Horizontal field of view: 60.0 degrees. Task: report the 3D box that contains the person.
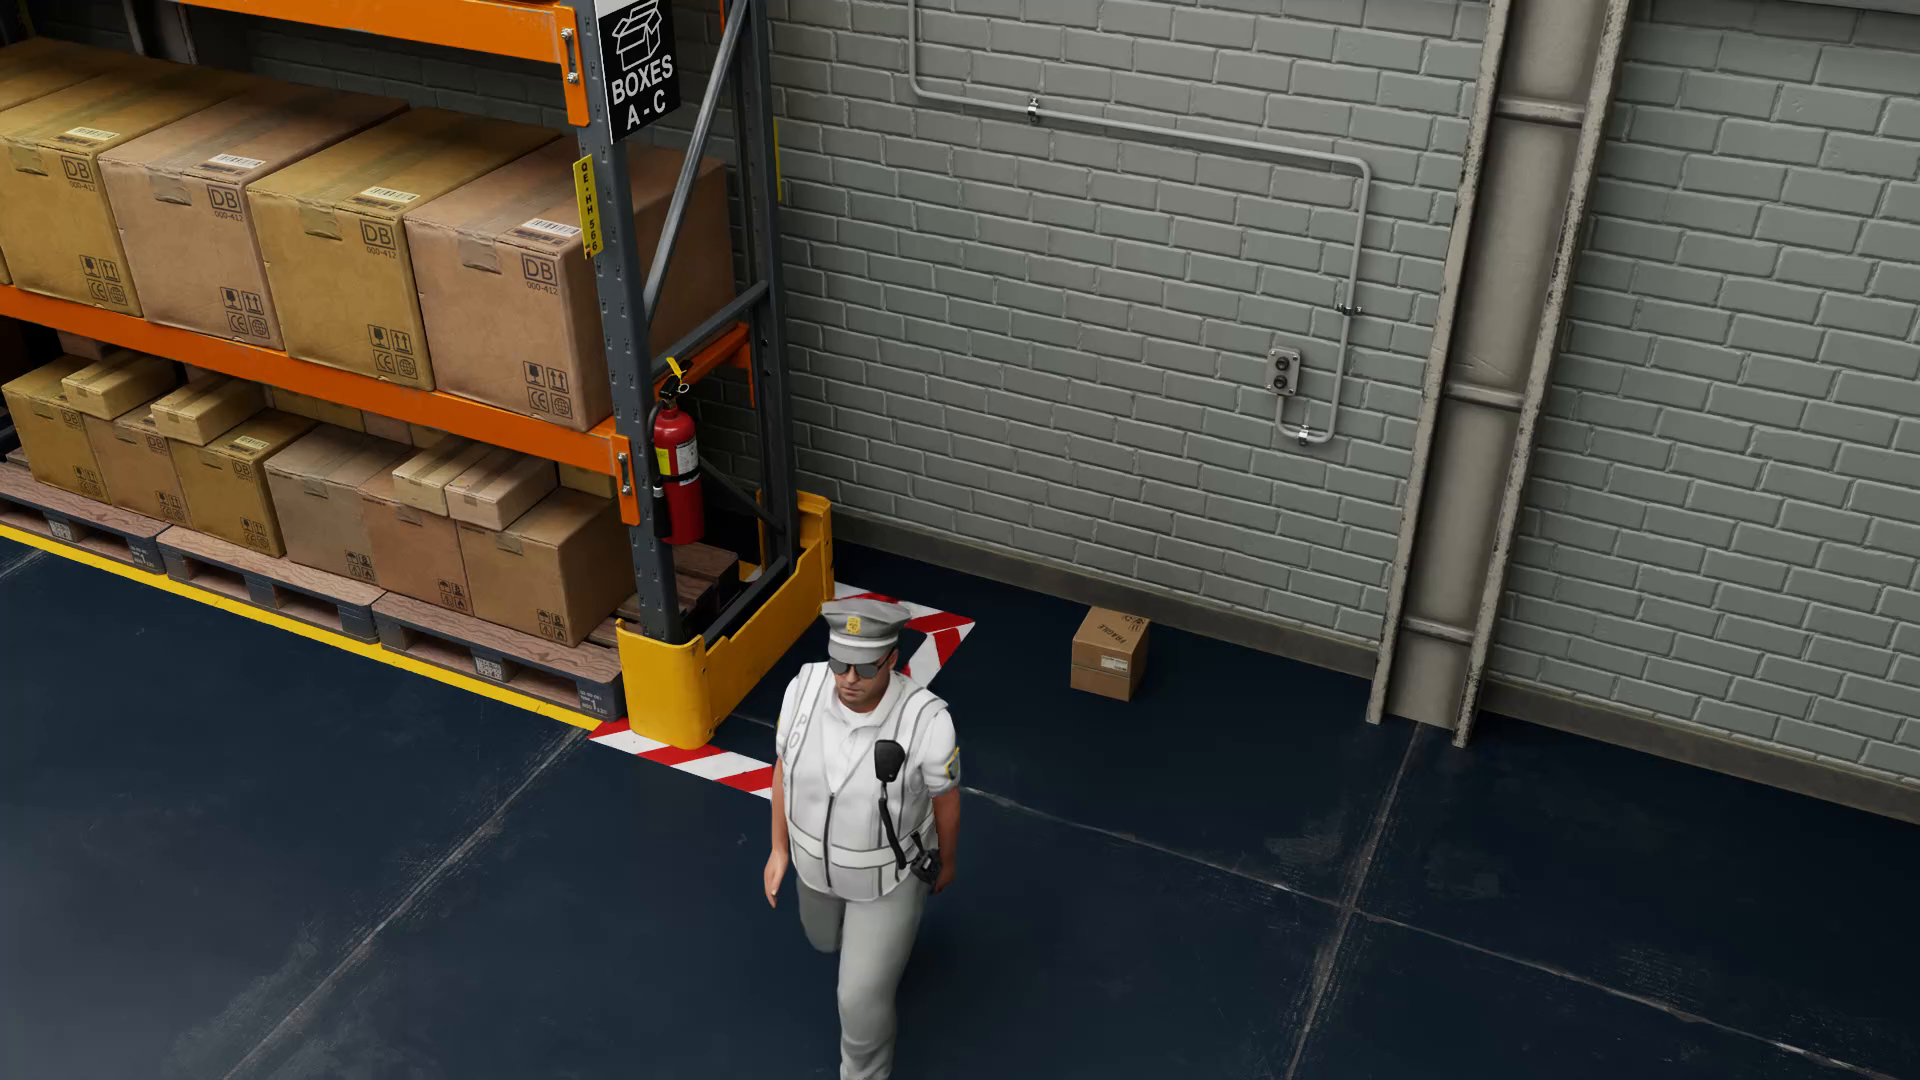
[{"bbox_3d":[-0.268,0.867,4.781,0.529,1.731,0.951,15,36,22],"label":"person"}]
